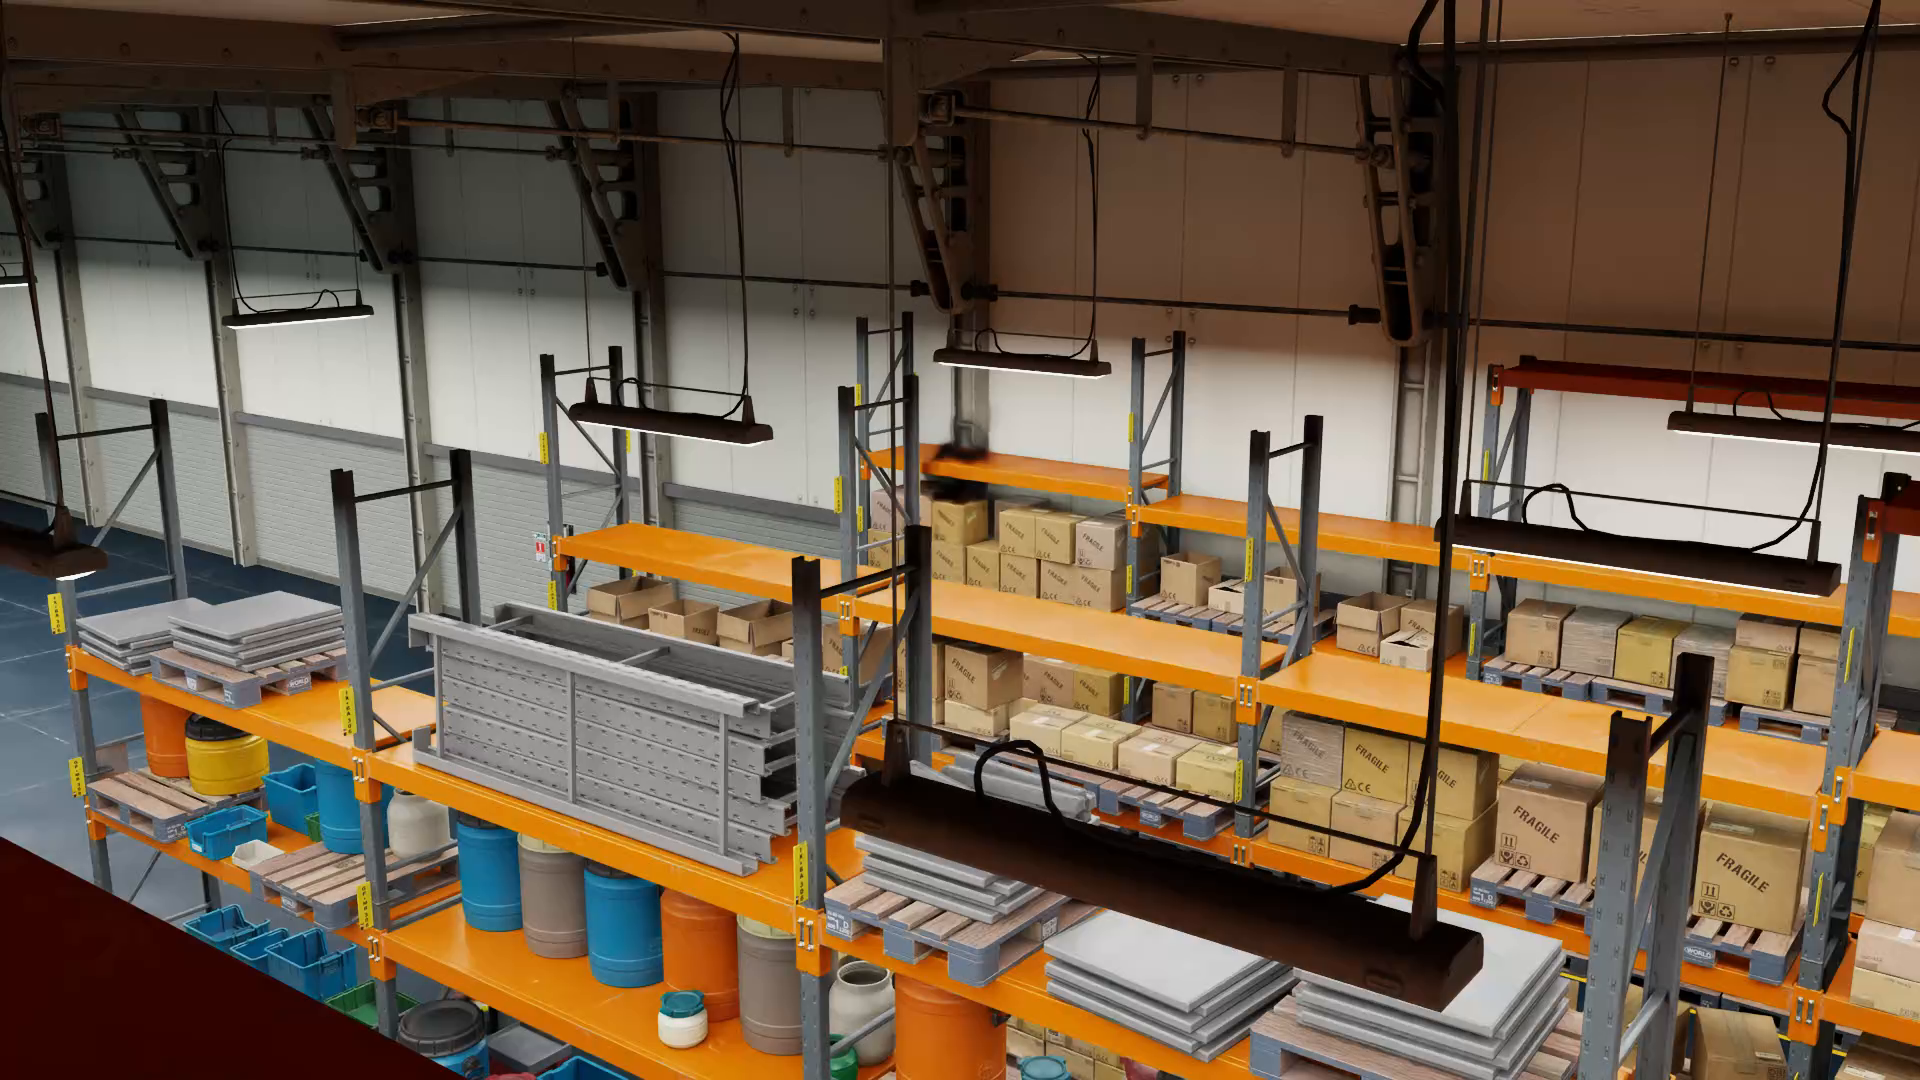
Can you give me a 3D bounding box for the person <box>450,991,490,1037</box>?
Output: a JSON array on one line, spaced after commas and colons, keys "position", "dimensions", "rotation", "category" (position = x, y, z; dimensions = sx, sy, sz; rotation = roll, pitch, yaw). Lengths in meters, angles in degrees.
[{"position": [-4.089, 3.974, 14.317], "dimensions": [0.801, 1.739, 0.700], "rotation": [7, 15, 29], "category": "person"}]
